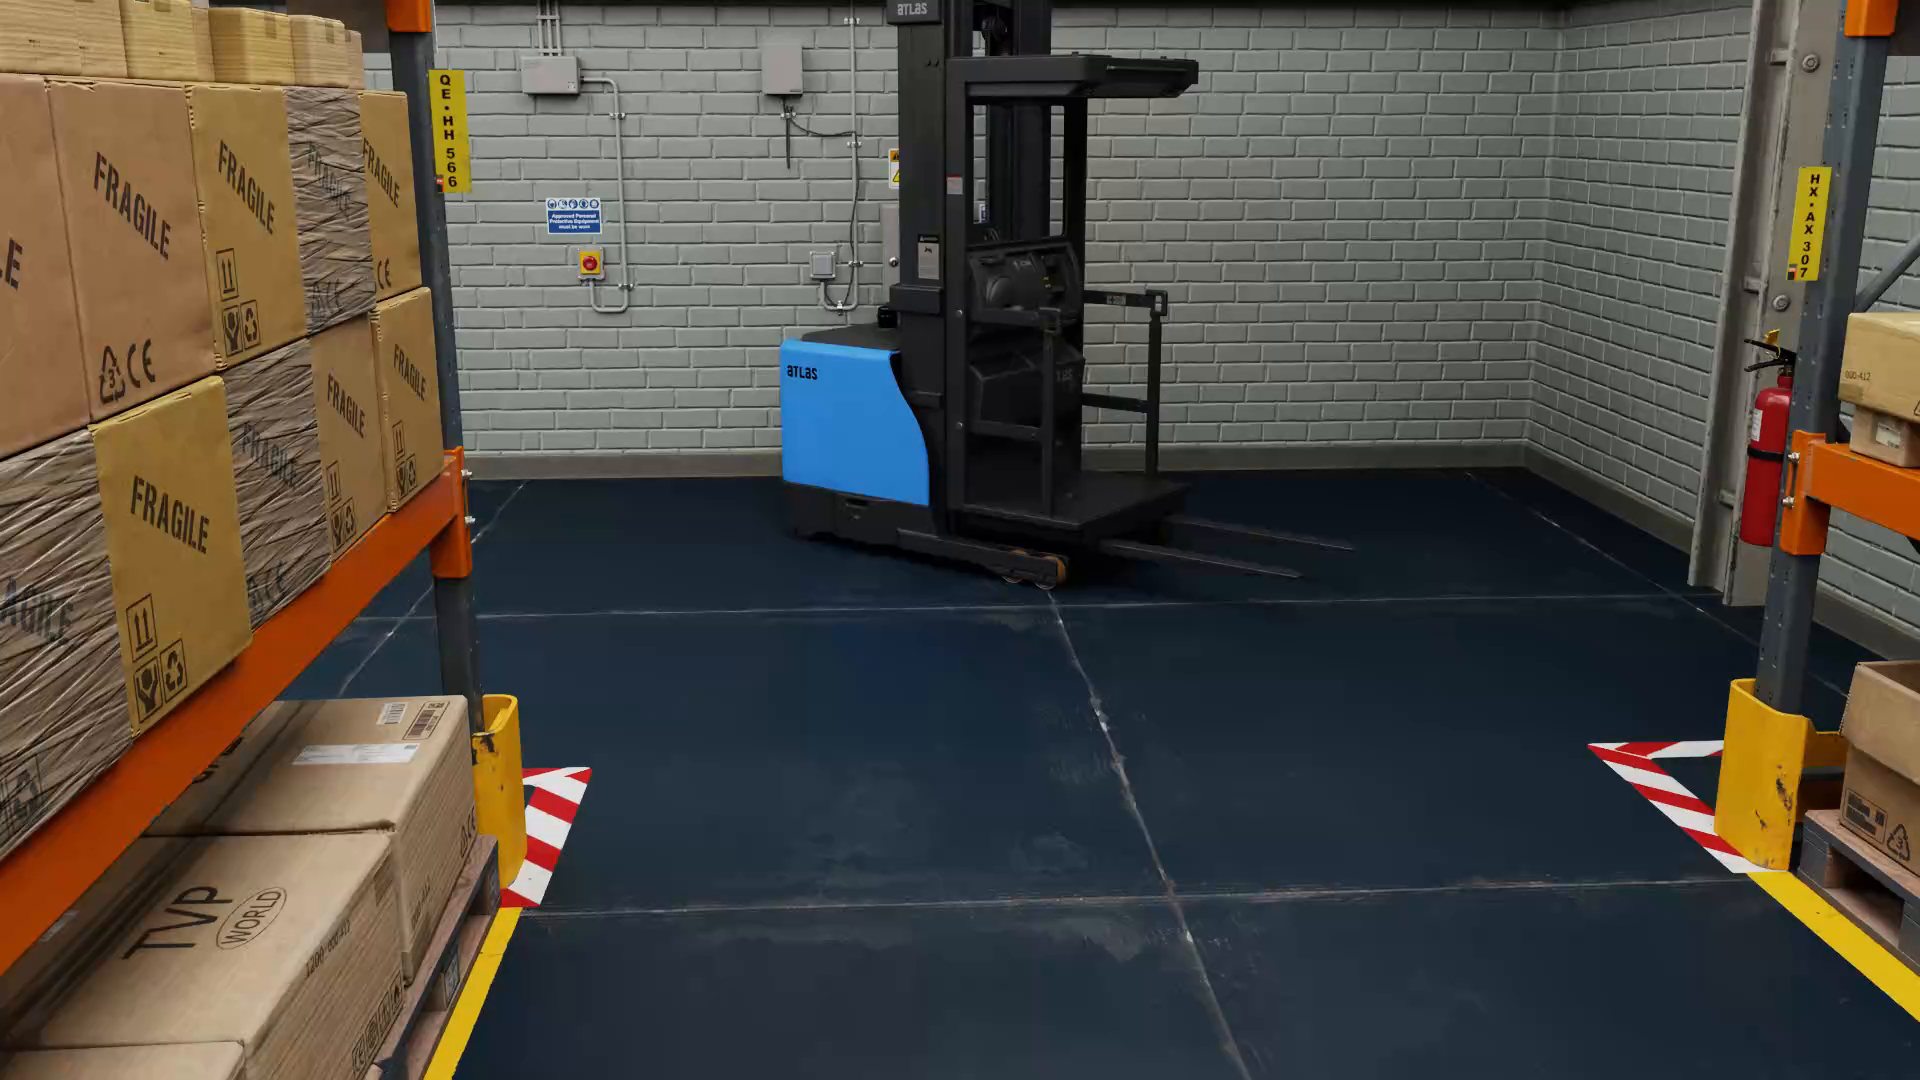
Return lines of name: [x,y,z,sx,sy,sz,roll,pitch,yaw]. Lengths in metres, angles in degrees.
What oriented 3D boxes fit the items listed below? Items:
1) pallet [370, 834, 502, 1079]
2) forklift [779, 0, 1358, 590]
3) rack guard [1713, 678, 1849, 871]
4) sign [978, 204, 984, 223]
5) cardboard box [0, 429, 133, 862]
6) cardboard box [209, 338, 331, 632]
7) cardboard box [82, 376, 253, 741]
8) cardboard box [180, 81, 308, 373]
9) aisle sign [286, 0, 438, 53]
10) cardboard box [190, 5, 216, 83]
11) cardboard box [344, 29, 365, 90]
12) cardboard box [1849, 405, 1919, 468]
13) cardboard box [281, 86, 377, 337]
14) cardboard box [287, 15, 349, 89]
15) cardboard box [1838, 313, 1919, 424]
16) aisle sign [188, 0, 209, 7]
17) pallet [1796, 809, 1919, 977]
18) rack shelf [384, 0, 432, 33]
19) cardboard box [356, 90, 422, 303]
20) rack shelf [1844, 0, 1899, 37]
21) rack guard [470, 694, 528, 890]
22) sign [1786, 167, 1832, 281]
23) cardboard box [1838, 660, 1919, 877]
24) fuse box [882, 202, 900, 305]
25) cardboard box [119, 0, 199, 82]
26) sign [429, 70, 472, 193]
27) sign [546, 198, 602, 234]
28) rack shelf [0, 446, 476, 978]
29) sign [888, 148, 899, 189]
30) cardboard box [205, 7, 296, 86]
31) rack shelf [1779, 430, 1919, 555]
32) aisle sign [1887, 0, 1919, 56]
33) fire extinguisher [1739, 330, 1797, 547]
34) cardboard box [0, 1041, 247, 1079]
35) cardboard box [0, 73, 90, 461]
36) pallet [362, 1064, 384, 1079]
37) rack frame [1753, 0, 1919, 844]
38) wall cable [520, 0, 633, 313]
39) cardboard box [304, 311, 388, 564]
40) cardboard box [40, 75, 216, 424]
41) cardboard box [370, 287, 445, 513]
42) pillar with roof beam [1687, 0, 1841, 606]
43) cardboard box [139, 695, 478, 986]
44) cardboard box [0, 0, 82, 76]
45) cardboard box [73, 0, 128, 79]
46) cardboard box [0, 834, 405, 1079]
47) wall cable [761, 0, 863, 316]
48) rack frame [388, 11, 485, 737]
pallet: [-1.807,1.116,4.267,1.003,0.211,1.213,-1,14,-3]
forklift: [0.504,-1.326,8.300,3.031,2.935,1.130,10,18,35]
rack guard: [3.024,0.719,5.227,1.175,0.500,0.348,-1,14,-3]
sign: [0.279,-1.844,10.363,0.329,0.494,0.001,-1,14,-3]
cardboard box: [-1.506,0.144,2.245,0.500,0.500,0.500,-1,14,-3]
cardboard box: [-1.583,-0.112,3.242,0.500,0.500,0.500,0,14,-2]
cardboard box: [-1.538,0.016,2.743,0.500,0.500,0.500,0,14,-2]
cardboard box: [-1.578,-0.596,3.117,0.500,0.500,0.500,-1,14,-4]
aisle sign: [-1.630,-1.714,4.452,0.394,0.787,0.004,-1,14,-3]
cardboard box: [-1.653,-0.938,3.143,0.380,0.149,0.250,-1,14,-4]
cardboard box: [-1.712,-1.193,4.135,0.380,0.149,0.250,-1,14,-3]
cardboard box: [2.766,-0.302,4.686,0.380,0.149,0.250,-1,14,-4]
cardboard box: [-1.605,-0.719,3.595,0.500,0.500,0.500,-1,14,-3]
cardboard box: [-1.573,-1.067,3.646,0.380,0.149,0.250,-1,14,-4]
cardboard box: [2.779,-0.464,4.516,0.500,0.250,0.500,-1,14,-3]
aisle sign: [-2.228,-1.705,4.416,0.394,0.787,0.004,-1,14,-3]
pallet: [3.074,1.058,4.492,1.003,0.211,1.213,-1,14,-3]
rack shelf: [-1.811,-1.039,2.470,1.077,0.370,4.000,-1,14,-3]
cardboard box: [-1.667,-0.849,4.099,0.500,0.500,0.500,0,14,-2]
rack shelf: [3.143,-1.117,2.771,1.077,0.370,4.000,-1,14,-3]
rack guard: [-1.936,0.772,5.022,1.175,0.500,0.348,-1,14,-3]
sign: [2.478,-0.921,4.848,0.100,0.325,0.005,-1,14,-3]
cardboard box: [2.963,0.649,4.651,0.797,0.503,0.637,-1,15,-6]
fuse box: [-0.202,-1.207,10.282,0.539,1.711,0.414,-1,14,-3]
cardboard box: [-1.579,-0.877,2.904,0.380,0.149,0.250,-1,14,-2]
sign: [-1.392,-1.113,4.533,0.100,0.325,0.005,-1,14,-3]
sign: [-2.359,-1.980,10.159,0.327,0.218,0.001,-1,14,-3]
rack shelf: [-1.811,0.413,2.844,1.077,0.370,4.000,-1,14,-3]
sign: [-0.270,-2.281,10.215,0.339,0.242,0.001,-1,14,-3]
cardboard box: [-1.598,-1.004,3.400,0.380,0.149,0.250,-1,14,-2]
rack shelf: [3.143,0.336,3.145,1.077,0.370,4.000,-1,14,-3]
aisle sign: [2.722,-1.781,4.713,0.394,0.787,0.004,-1,14,-3]
fire extinguisher: [2.549,-0.321,5.159,0.296,0.674,0.183,-1,14,-3]
cardboard box: [-1.675,1.219,2.566,0.875,0.438,0.875,-1,14,-5]
cardboard box: [-1.520,-0.346,2.143,0.500,0.500,0.500,-1,14,-2]
pallet: [-1.734,1.418,3.090,1.003,0.211,1.213,-1,14,-3]
rack frame: [3.019,-0.510,4.989,1.000,3.000,0.127,-1,14,-3]
wall cable: [-2.307,-2.342,10.006,0.585,1.953,0.123,-1,14,-3]
cardboard box: [-1.624,-0.240,3.738,0.500,0.500,0.500,-1,14,-5]
cardboard box: [-1.549,-0.471,2.631,0.500,0.500,0.500,-1,14,-4]
cardboard box: [-1.640,-0.365,4.224,0.500,0.500,0.500,-1,14,-3]
pillar with roof beam: [-0.545,-4.033,6.643,9.100,9.000,0.400,-1,14,-3]
cardboard box: [-1.794,0.768,4.322,0.875,0.438,0.875,-1,14,-5]
cardboard box: [-1.523,-0.746,2.397,0.380,0.149,0.250,-1,14,-3]
cardboard box: [-1.581,-0.811,2.650,0.380,0.149,0.250,0,14,-2]
cardboard box: [-1.729,0.995,3.438,0.875,0.438,0.875,0,14,-2]
wall cable: [-0.892,-2.351,10.106,0.588,1.984,0.122,-1,14,-3]
rack frame: [-1.935,-0.432,4.687,1.000,3.000,0.127,-1,14,-3]
